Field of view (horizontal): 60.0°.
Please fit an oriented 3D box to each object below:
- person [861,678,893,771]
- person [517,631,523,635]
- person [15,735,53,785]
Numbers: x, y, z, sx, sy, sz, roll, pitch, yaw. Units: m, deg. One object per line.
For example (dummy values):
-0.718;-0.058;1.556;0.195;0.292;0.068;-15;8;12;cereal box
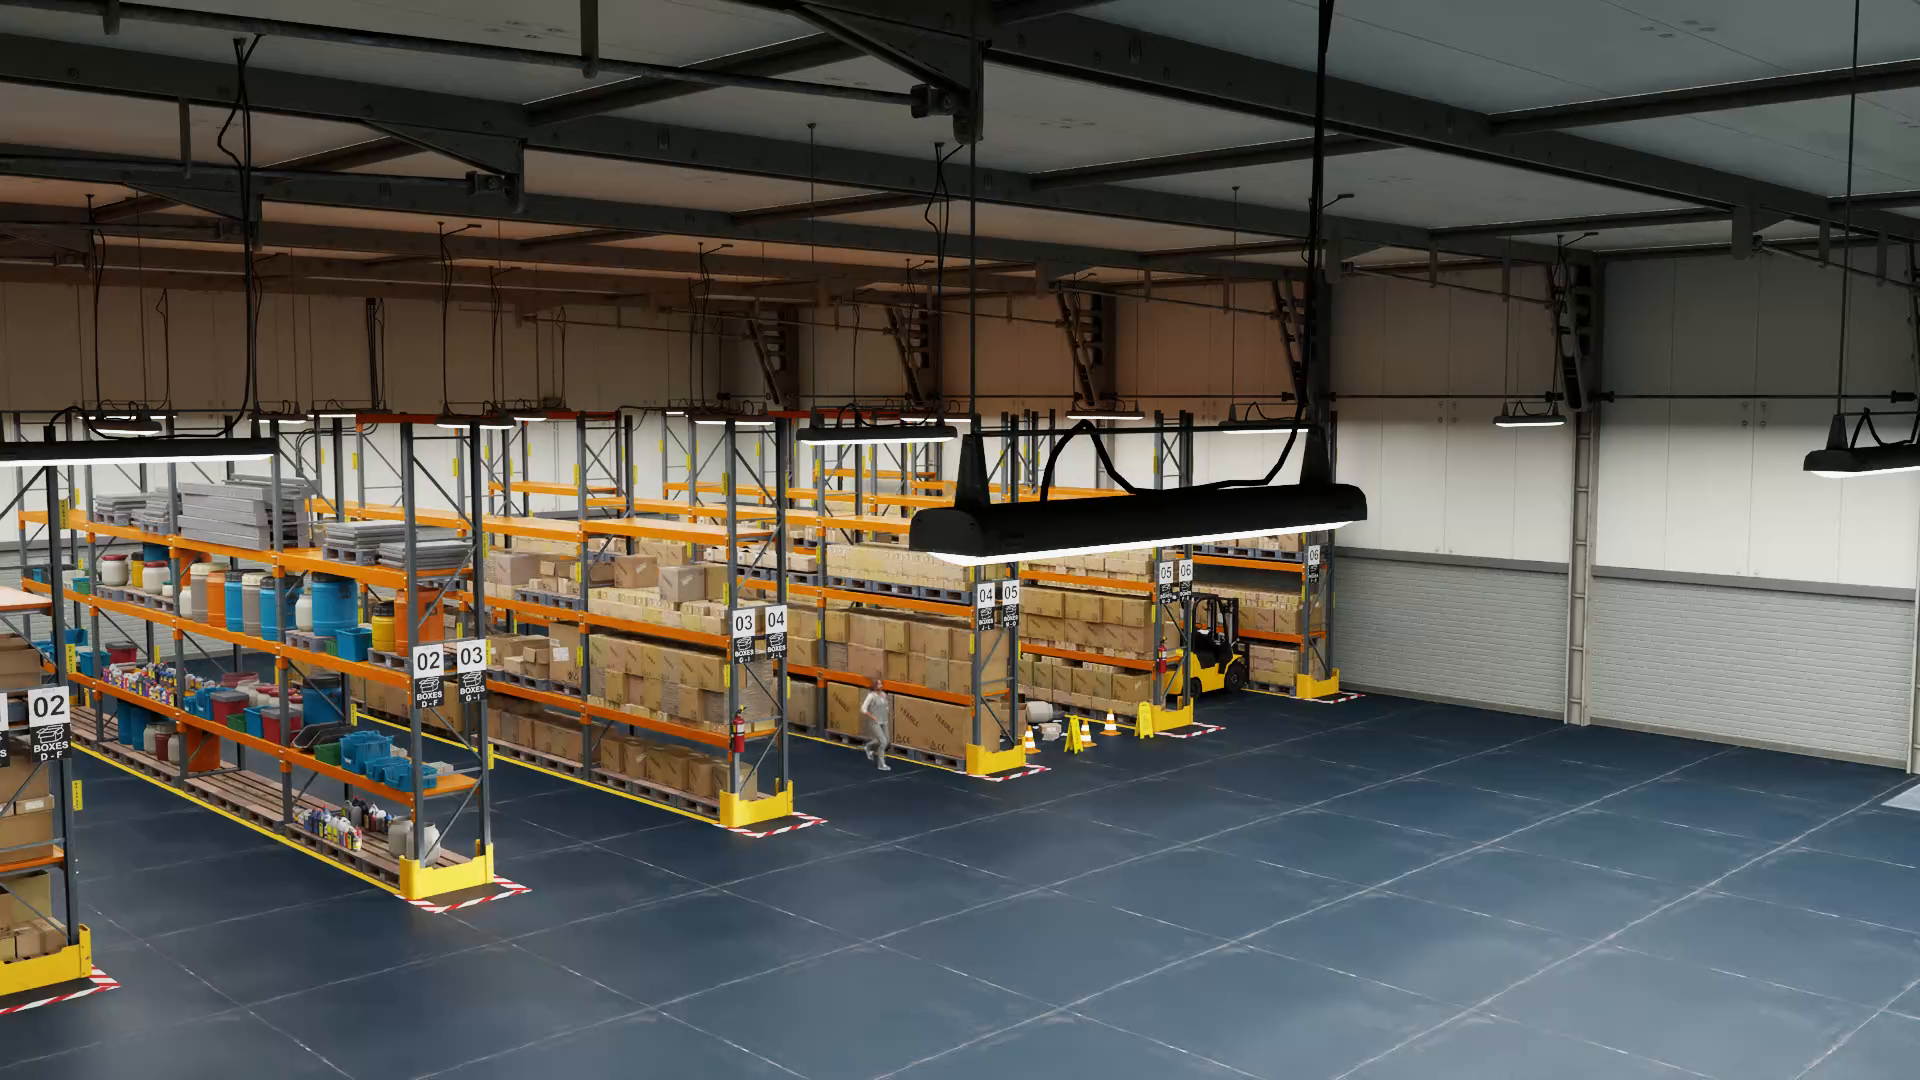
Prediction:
-1.429;3.107;28.197;0.666;1.552;0.541;4;7;41;person
-8.854;2.615;33.377;0.883;1.594;0.531;4;6;39;person
-14.428;3.276;25.954;0.691;1.702;0.619;5;7;43;person
